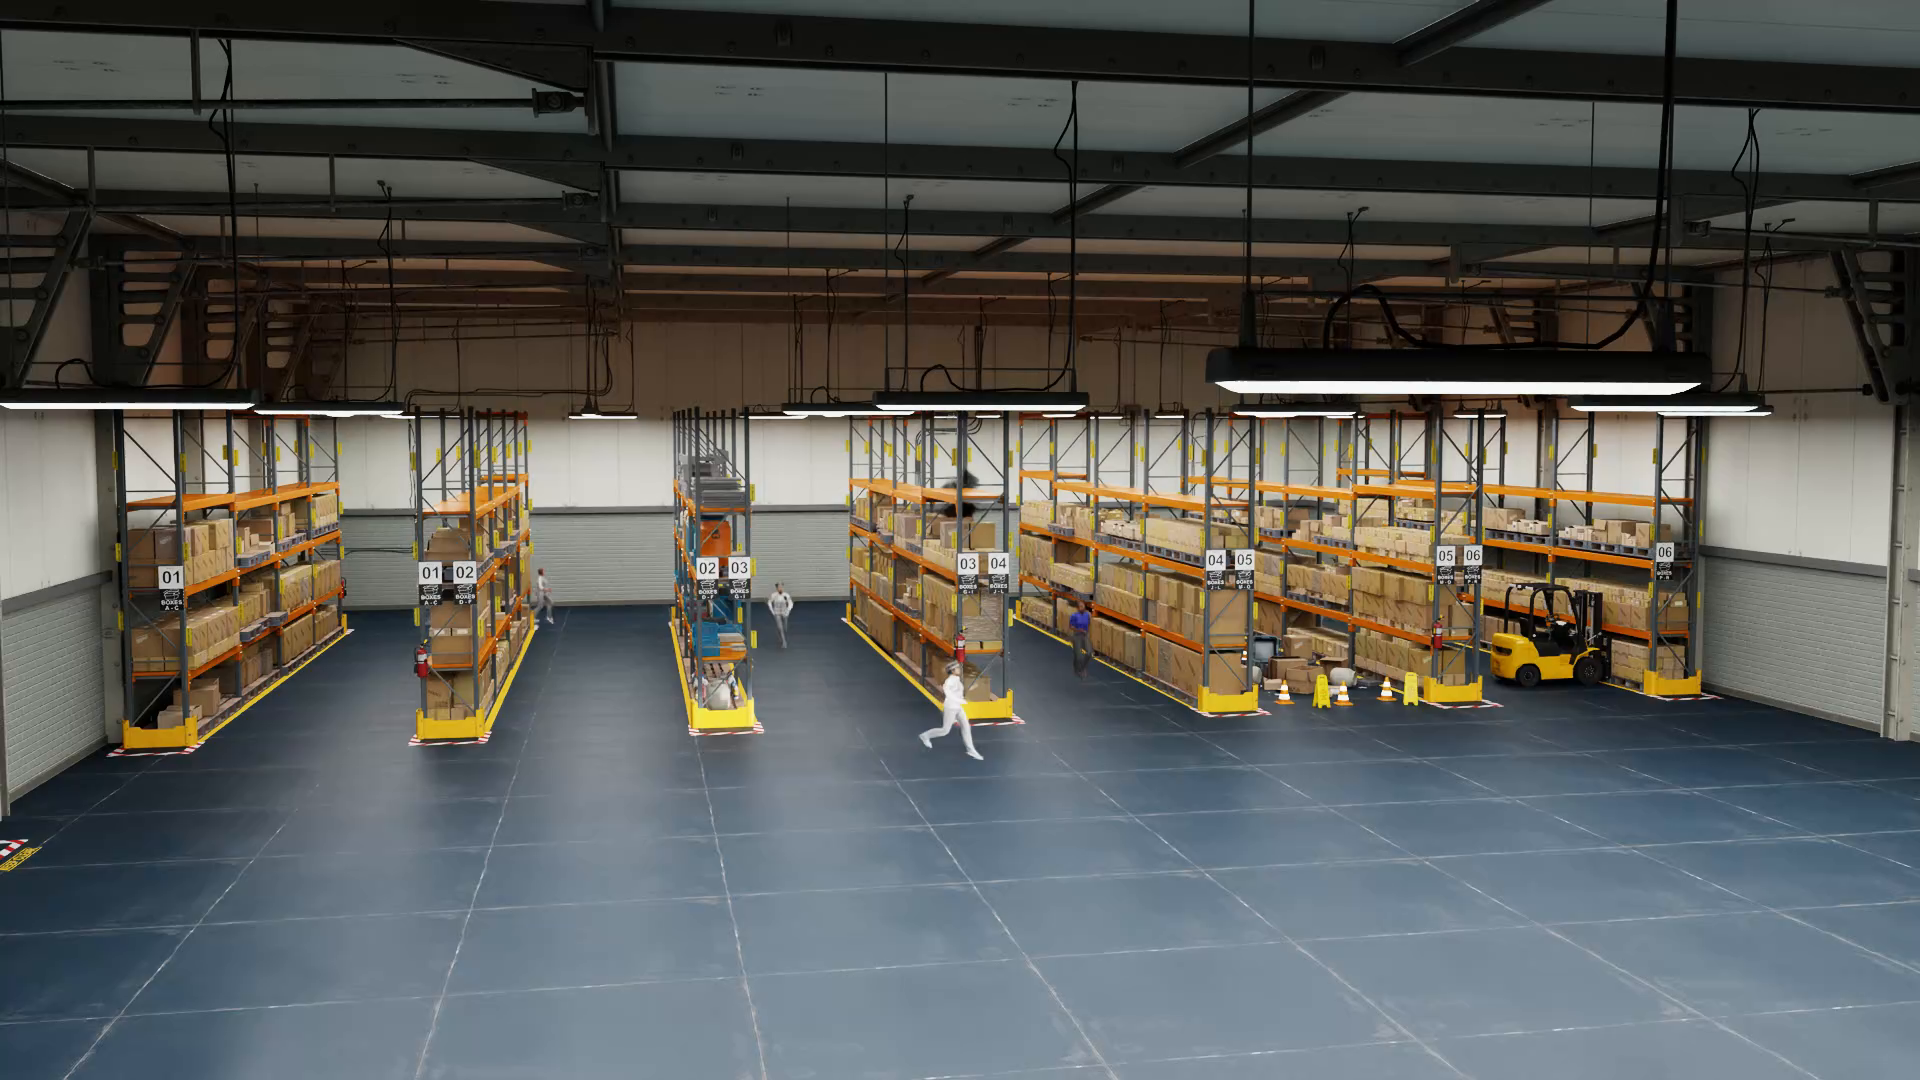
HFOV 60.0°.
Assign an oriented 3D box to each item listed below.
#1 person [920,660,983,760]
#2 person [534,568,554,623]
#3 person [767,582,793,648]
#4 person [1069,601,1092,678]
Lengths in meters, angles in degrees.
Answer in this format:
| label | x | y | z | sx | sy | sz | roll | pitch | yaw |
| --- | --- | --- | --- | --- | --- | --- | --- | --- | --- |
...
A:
| label | x | y | z | sx | sy | sz | roll | pitch | yaw |
| --- | --- | --- | --- | --- | --- | --- | --- | --- | --- |
| person | -0.151 | 2.883 | 28.282 | 1.092 | 1.701 | 0.584 | 1 | 4 | 19 |
| person | -11.865 | 1.586 | 47.109 | 0.659 | 1.621 | 0.544 | 0 | 4 | -1 |
| person | -4.577 | 1.895 | 42.359 | 0.643 | 1.676 | 0.748 | -1 | 4 | -14 |
| person | 2.580 | 2.121 | 35.387 | 0.573 | 1.645 | 0.629 | -2 | 4 | -21 |
